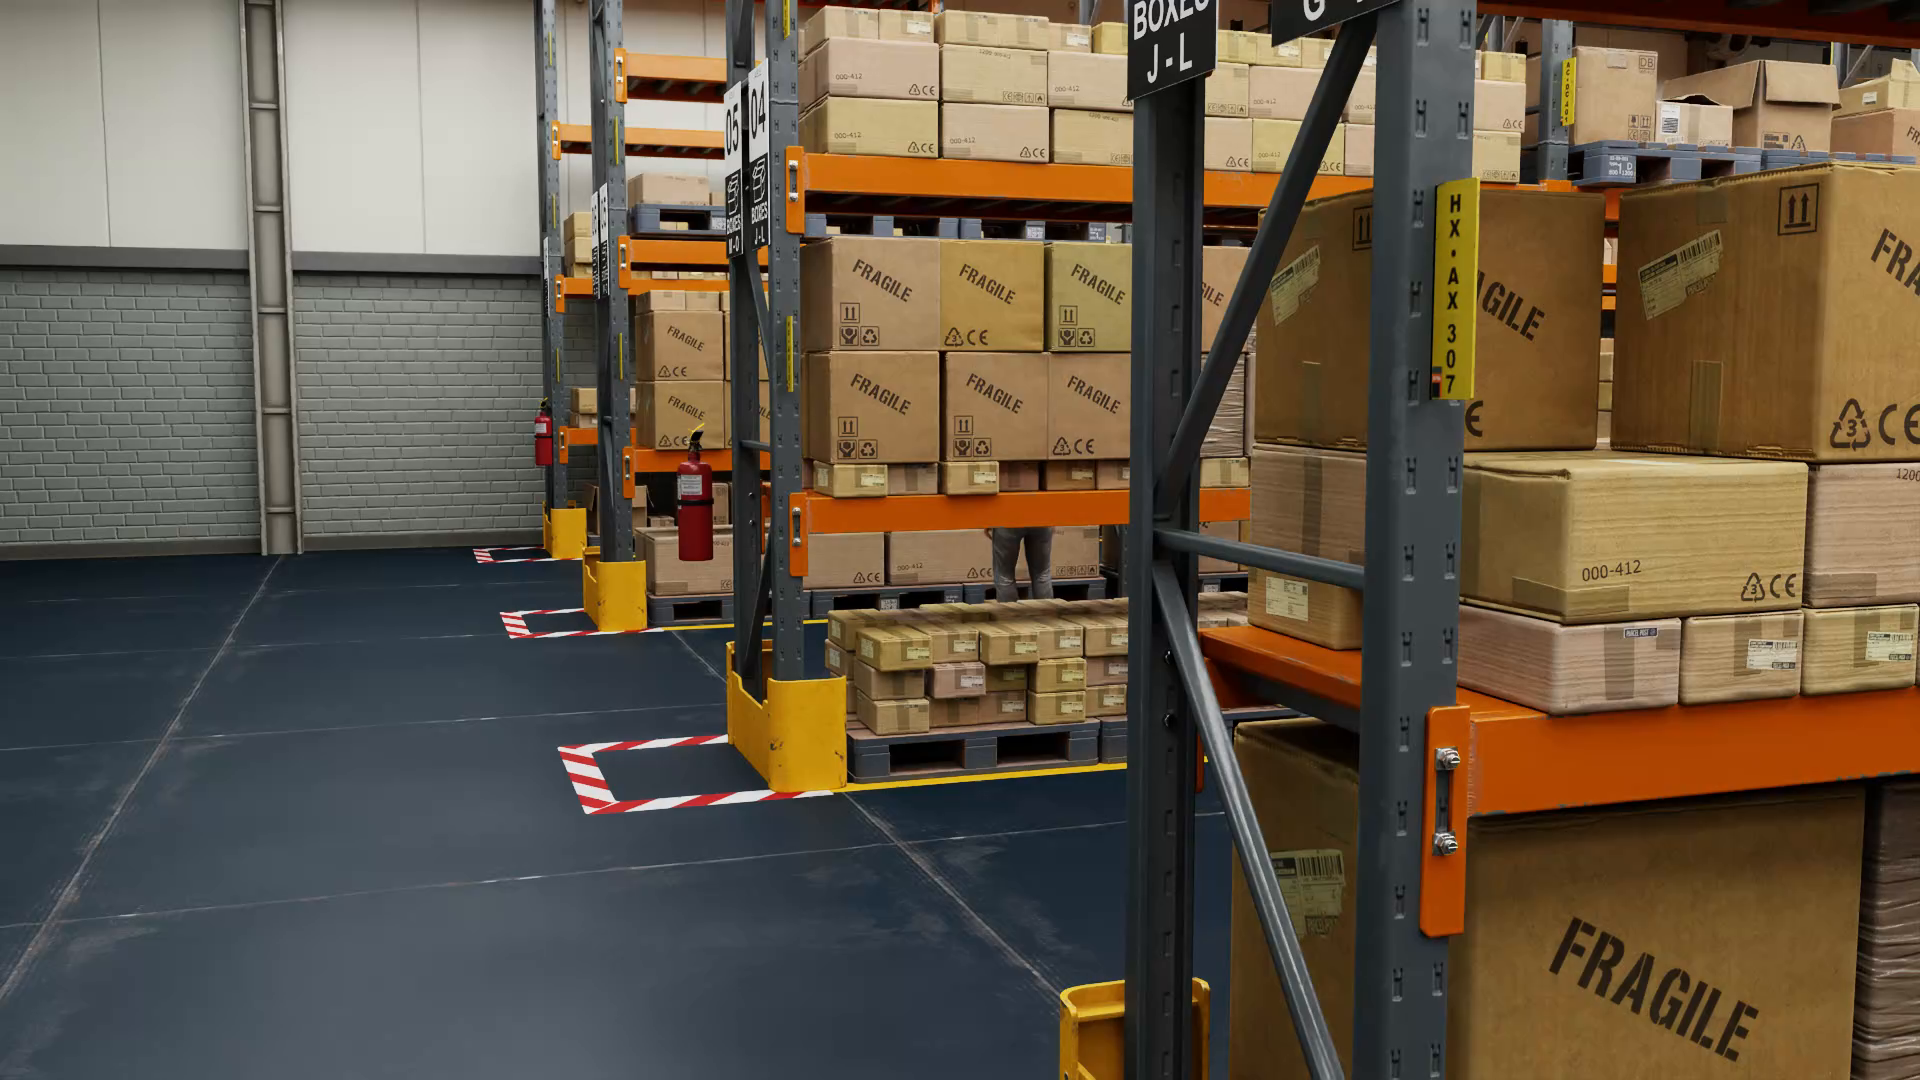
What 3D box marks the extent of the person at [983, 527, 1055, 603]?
[{"bbox_3d":[0.415,-0.173,11.428,0.581,1.769,0.476,-2,6,-22],"label":"person"}]
